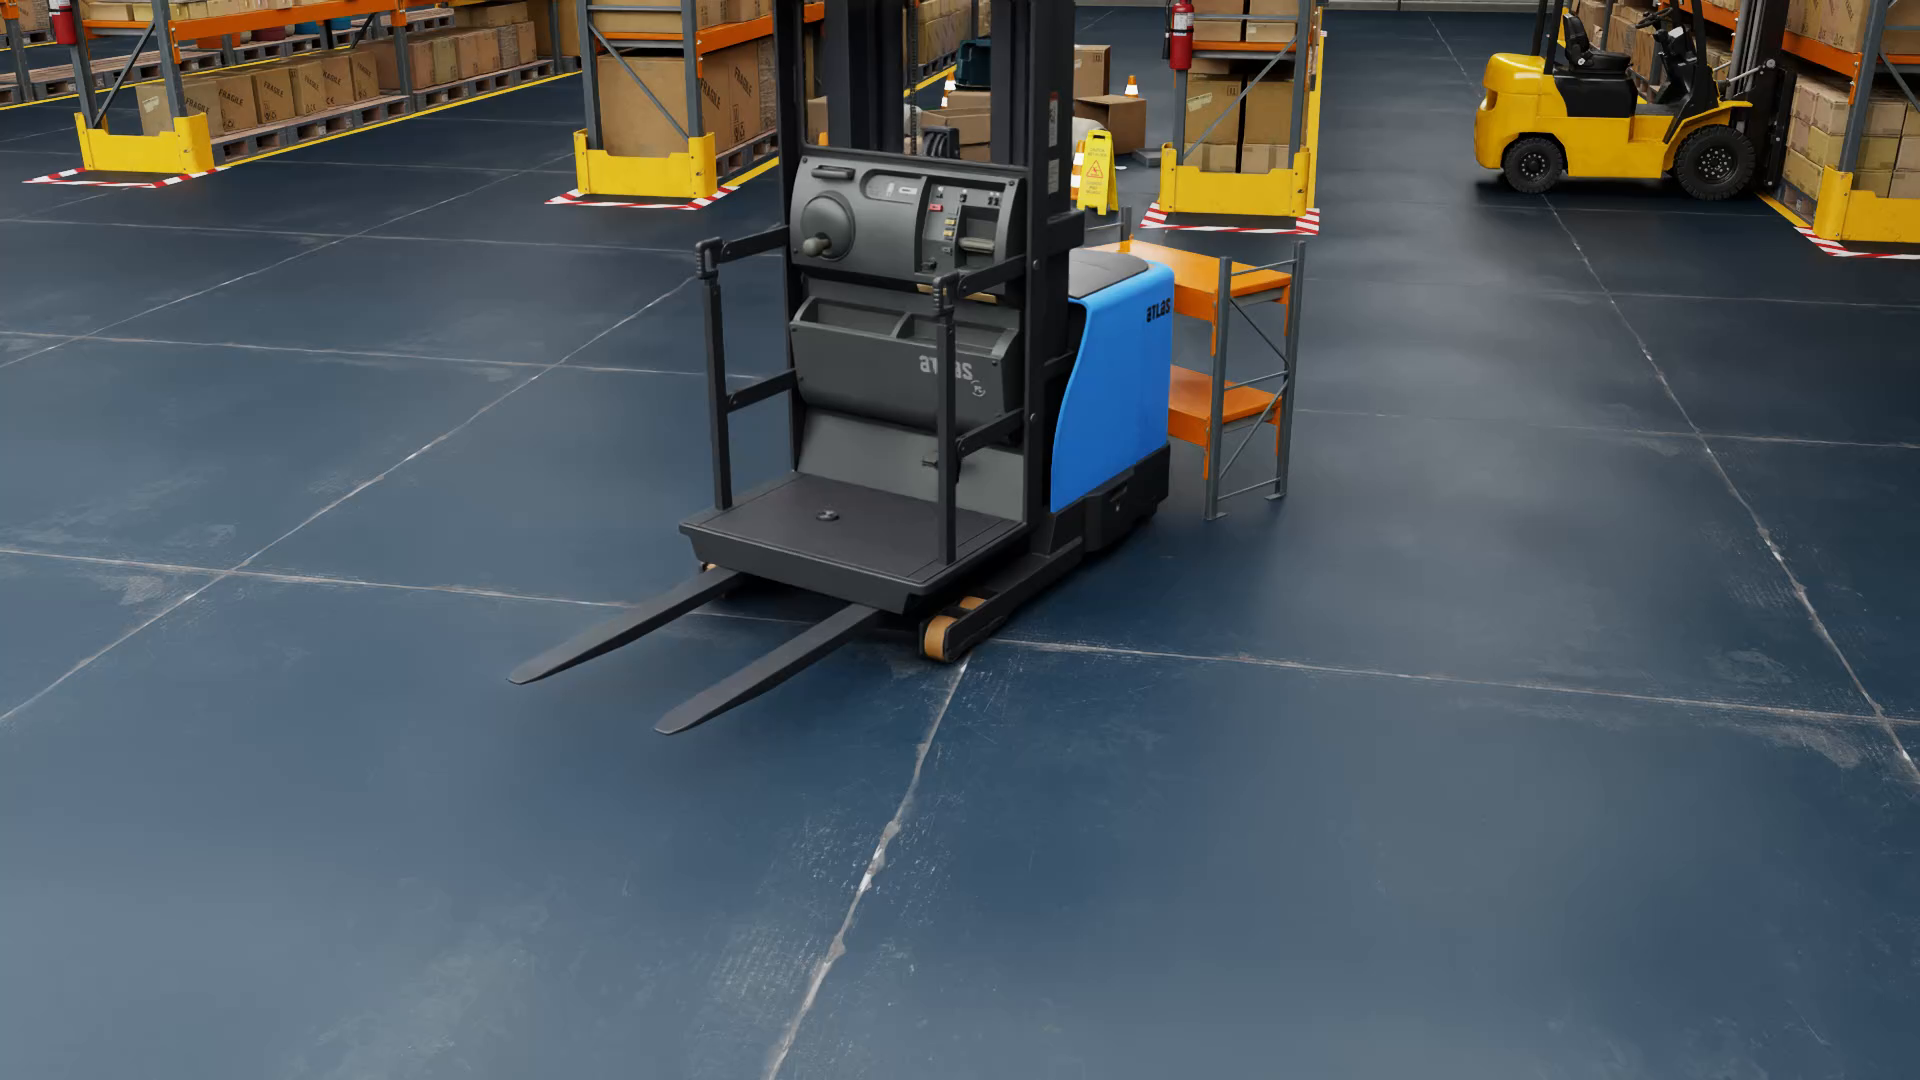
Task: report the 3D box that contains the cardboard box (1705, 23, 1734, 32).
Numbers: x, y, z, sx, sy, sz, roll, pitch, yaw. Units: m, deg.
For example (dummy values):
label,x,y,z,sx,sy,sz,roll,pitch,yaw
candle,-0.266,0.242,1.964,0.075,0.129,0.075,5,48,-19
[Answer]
label,x,y,z,sx,sy,sz,roll,pitch,yaw
cardboard box,9.101,-6.093,19.882,0.380,0.149,0.250,6,23,14

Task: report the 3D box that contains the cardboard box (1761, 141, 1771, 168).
label,x,y,z,sx,sy,sz,roll,pitch,yaw
cardboard box,7.149,-3.334,14.235,0.500,0.250,0.500,5,23,13

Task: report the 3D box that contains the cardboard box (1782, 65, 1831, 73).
label,x,y,z,sx,sy,sz,roll,pitch,yaw
cardboard box,7.263,-3.988,14.520,0.500,0.250,0.500,5,23,13

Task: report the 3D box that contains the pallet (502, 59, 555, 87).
label,x,y,z,sx,sy,sz,roll,pitch,yaw
pallet,-6.033,-6.143,21.823,1.003,0.211,1.213,4,22,11

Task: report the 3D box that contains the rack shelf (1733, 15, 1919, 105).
label,x,y,z,sx,sy,sz,roll,pitch,yaw
rack shelf,7.465,-4.061,13.886,1.077,0.370,4.000,4,22,11

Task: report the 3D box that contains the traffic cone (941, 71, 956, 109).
label,x,y,z,sx,sy,sz,roll,pitch,yaw
traffic cone,-0.101,-5.043,18.755,0.336,0.463,0.334,4,22,11

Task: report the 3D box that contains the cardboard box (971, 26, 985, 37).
label,x,y,z,sx,sy,sz,roll,pitch,yaw
cardboard box,0.168,-7.751,25.338,0.380,0.149,0.250,3,22,9

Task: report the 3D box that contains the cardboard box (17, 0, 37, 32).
label,x,y,z,sx,sy,sz,roll,pitch,yaw
cardboard box,-14.887,-8.234,26.040,0.500,0.500,0.500,4,22,9

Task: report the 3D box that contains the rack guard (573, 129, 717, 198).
label,x,y,z,sx,sy,sz,roll,pitch,yaw
rack guard,-2.674,-3.213,14.162,1.175,0.500,0.348,4,22,11

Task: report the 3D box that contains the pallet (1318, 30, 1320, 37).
label,x,y,z,sx,sy,sz,roll,pitch,yaw
pallet,5.124,-7.856,26.076,1.003,0.211,1.213,4,22,11

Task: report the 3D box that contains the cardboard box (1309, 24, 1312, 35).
label,x,y,z,sx,sy,sz,roll,pitch,yaw
cardboard box,2.737,-4.306,13.867,0.380,0.149,0.250,5,22,12

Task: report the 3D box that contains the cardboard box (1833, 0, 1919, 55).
label,x,y,z,sx,sy,sz,roll,pitch,yaw
cardboard box,6.900,-3.910,12.413,0.500,0.500,0.500,4,22,10

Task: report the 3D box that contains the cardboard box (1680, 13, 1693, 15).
label,x,y,z,sx,sy,sz,roll,pitch,yaw
cardboard box,9.409,-6.665,21.303,0.380,0.149,0.250,4,22,9

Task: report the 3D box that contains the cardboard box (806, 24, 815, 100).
label,x,y,z,sx,sy,sz,roll,pitch,yaw
cardboard box,-2.050,-4.829,17.110,0.875,0.875,0.875,5,22,12

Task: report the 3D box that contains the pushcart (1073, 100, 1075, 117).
label,x,y,z,sx,sy,sz,roll,pitch,yaw
pushcart,0.771,-4.443,17.380,1.648,0.377,0.936,-3,22,-8

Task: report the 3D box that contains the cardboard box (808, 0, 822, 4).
label,x,y,z,sx,sy,sz,roll,pitch,yaw
cardboard box,-1.917,-5.778,16.984,0.875,0.550,0.550,4,22,11

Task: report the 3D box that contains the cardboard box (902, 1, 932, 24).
label,x,y,z,sx,sy,sz,roll,pitch,yaw
cardboard box,-0.659,-6.924,21.810,0.500,0.250,0.500,3,22,8

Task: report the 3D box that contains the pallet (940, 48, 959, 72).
label,x,y,z,sx,sy,sz,roll,pitch,yaw
pallet,-0.625,-6.744,23.316,1.003,0.211,1.213,4,22,11

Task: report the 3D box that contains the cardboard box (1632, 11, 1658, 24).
label,x,y,z,sx,sy,sz,roll,pitch,yaw
cardboard box,8.967,-6.795,21.627,0.380,0.149,0.250,5,23,13

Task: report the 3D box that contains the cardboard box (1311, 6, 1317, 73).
label,x,y,z,sx,sy,sz,roll,pitch,yaw
cardboard box,4.052,-6.422,21.066,0.875,0.875,0.875,4,22,10

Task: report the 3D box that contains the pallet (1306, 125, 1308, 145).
label,x,y,z,sx,sy,sz,roll,pitch,yaw
pallet,2.911,-3.962,16.408,1.003,0.211,1.213,4,22,11

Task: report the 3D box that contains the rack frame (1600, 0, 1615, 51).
label,x,y,z,sx,sy,sz,roll,pitch,yaw
rack frame,9.506,-8.052,22.832,1.000,3.000,0.127,4,22,11

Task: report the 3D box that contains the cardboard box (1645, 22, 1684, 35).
label,x,y,z,sx,sy,sz,roll,pitch,yaw
cardboard box,8.568,-6.228,20.217,0.380,0.149,0.250,3,22,8

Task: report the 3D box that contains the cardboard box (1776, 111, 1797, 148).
label,x,y,z,sx,sy,sz,roll,pitch,yaw
cardboard box,7.048,-3.390,13.704,0.500,0.250,0.500,4,22,10

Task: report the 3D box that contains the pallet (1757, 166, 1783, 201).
label,x,y,z,sx,sy,sz,roll,pitch,yaw
pallet,7.423,-3.098,14.263,1.003,0.211,1.213,4,22,11

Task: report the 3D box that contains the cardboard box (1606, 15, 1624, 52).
label,x,y,z,sx,sy,sz,roll,pitch,yaw
cardboard box,9.187,-6.928,22.824,0.500,0.500,0.500,5,23,13

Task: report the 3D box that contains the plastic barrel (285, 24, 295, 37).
label,x,y,z,sx,sy,sz,roll,pitch,yaw
plastic barrel,-10.379,-7.947,25.338,0.421,0.512,0.421,0,22,0

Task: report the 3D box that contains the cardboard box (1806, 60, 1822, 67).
label,x,y,z,sx,sy,sz,roll,pitch,yaw
cardboard box,7.874,-4.129,14.870,0.500,0.250,0.500,4,22,10

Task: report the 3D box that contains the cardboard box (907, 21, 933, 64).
label,x,y,z,sx,sy,sz,roll,pitch,yaw
cardboard box,-0.643,-6.581,21.964,0.500,0.500,0.500,4,22,9

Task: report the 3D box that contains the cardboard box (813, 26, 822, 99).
label,x,y,z,sx,sy,sz,roll,pitch,yaw
cardboard box,-1.815,-5.229,18.271,1.050,0.750,0.750,4,22,11

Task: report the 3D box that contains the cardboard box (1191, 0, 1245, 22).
label,x,y,z,sx,sy,sz,roll,pitch,yaw
cardboard box,2.038,-4.445,13.342,0.500,0.500,0.500,4,22,10

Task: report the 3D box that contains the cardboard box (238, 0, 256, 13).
label,x,y,z,sx,sy,sz,roll,pitch,yaw
cardboard box,-6.989,-5.130,15.912,0.380,0.149,0.250,4,22,11

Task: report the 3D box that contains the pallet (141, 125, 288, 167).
label,x,y,z,sx,sy,sz,roll,pitch,yaw
pallet,-7.289,-3.825,16.068,1.003,0.211,1.213,4,22,11

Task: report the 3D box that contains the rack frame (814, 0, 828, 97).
label,x,y,z,sx,sy,sz,roll,pitch,yaw
rack frame,-1.853,-5.844,17.349,1.000,3.000,0.127,4,22,11

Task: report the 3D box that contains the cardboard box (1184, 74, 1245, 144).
label,x,y,z,sx,sy,sz,roll,pitch,yaw
cardboard box,2.105,-3.621,13.943,0.500,0.500,0.500,5,22,11

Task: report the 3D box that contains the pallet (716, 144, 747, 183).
label,x,y,z,sx,sy,sz,roll,pitch,yaw
pallet,-2.583,-3.386,14.978,1.003,0.211,1.213,4,22,11

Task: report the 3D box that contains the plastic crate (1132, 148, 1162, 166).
label,x,y,z,sx,sy,sz,roll,pitch,yaw
plastic crate,1.890,-3.638,15.779,0.402,0.080,0.583,-3,22,-8

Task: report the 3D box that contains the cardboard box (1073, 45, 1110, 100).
label,x,y,z,sx,sy,sz,roll,pitch,yaw
cardboard box,1.265,-4.820,17.139,0.500,0.500,0.500,4,22,11

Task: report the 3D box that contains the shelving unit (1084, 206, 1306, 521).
label,x,y,z,sx,sy,sz,roll,pitch,yaw
shelving unit,0.915,-0.812,7.363,0.538,1.125,1.048,-17,28,-36

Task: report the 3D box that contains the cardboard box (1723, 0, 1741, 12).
label,x,y,z,sx,sy,sz,roll,pitch,yaw
cardboard box,7.720,-5.261,16.103,0.500,0.250,0.500,5,22,12

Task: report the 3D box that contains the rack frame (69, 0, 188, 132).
label,x,y,z,sx,sy,sz,roll,pitch,yaw
rack frame,-7.504,-4.796,14.747,1.000,3.000,0.127,4,22,11

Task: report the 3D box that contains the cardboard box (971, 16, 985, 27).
label,x,y,z,sx,sy,sz,roll,pitch,yaw
cardboard box,0.166,-7.888,25.281,0.380,0.149,0.250,5,23,13

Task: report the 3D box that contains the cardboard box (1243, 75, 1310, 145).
label,x,y,z,sx,sy,sz,roll,pitch,yaw
cardboard box,2.637,-3.591,13.868,0.500,0.500,0.500,4,22,9

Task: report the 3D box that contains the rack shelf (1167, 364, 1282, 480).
label,x,y,z,sx,sy,sz,roll,pitch,yaw
rack shelf,0.915,-0.585,7.455,0.538,0.278,1.000,-17,28,-36

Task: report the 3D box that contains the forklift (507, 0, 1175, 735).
label,x,y,z,sx,sy,sz,roll,pitch,yaw
forklift,-0.321,-1.130,5.737,1.130,2.935,3.031,13,26,30

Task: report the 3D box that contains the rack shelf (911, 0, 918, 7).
label,x,y,z,sx,sy,sz,roll,pitch,yaw
rack shelf,-1.445,-6.242,19.299,1.077,0.370,4.000,4,22,11

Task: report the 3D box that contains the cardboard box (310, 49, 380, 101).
label,x,y,z,sx,sy,sz,roll,pitch,yaw
cardboard box,-6.809,-5.151,18.412,0.500,0.500,0.500,4,22,9

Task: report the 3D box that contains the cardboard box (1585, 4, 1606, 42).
label,x,y,z,sx,sy,sz,roll,pitch,yaw
cardboard box,9.680,-7.645,24.604,0.700,0.500,0.500,4,22,9

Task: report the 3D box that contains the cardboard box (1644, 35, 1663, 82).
label,x,y,z,sx,sy,sz,roll,pitch,yaw
cardboard box,8.565,-5.796,20.013,0.500,0.500,0.500,5,22,12

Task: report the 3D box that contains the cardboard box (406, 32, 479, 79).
label,x,y,z,sx,sy,sz,roll,pitch,yaw
cardboard box,-6.312,-5.904,20.255,0.700,0.500,0.500,3,22,6

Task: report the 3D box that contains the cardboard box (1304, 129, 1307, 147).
label,x,y,z,sx,sy,sz,roll,pitch,yaw
cardboard box,2.744,-3.420,14.449,0.500,0.250,0.500,5,23,13
